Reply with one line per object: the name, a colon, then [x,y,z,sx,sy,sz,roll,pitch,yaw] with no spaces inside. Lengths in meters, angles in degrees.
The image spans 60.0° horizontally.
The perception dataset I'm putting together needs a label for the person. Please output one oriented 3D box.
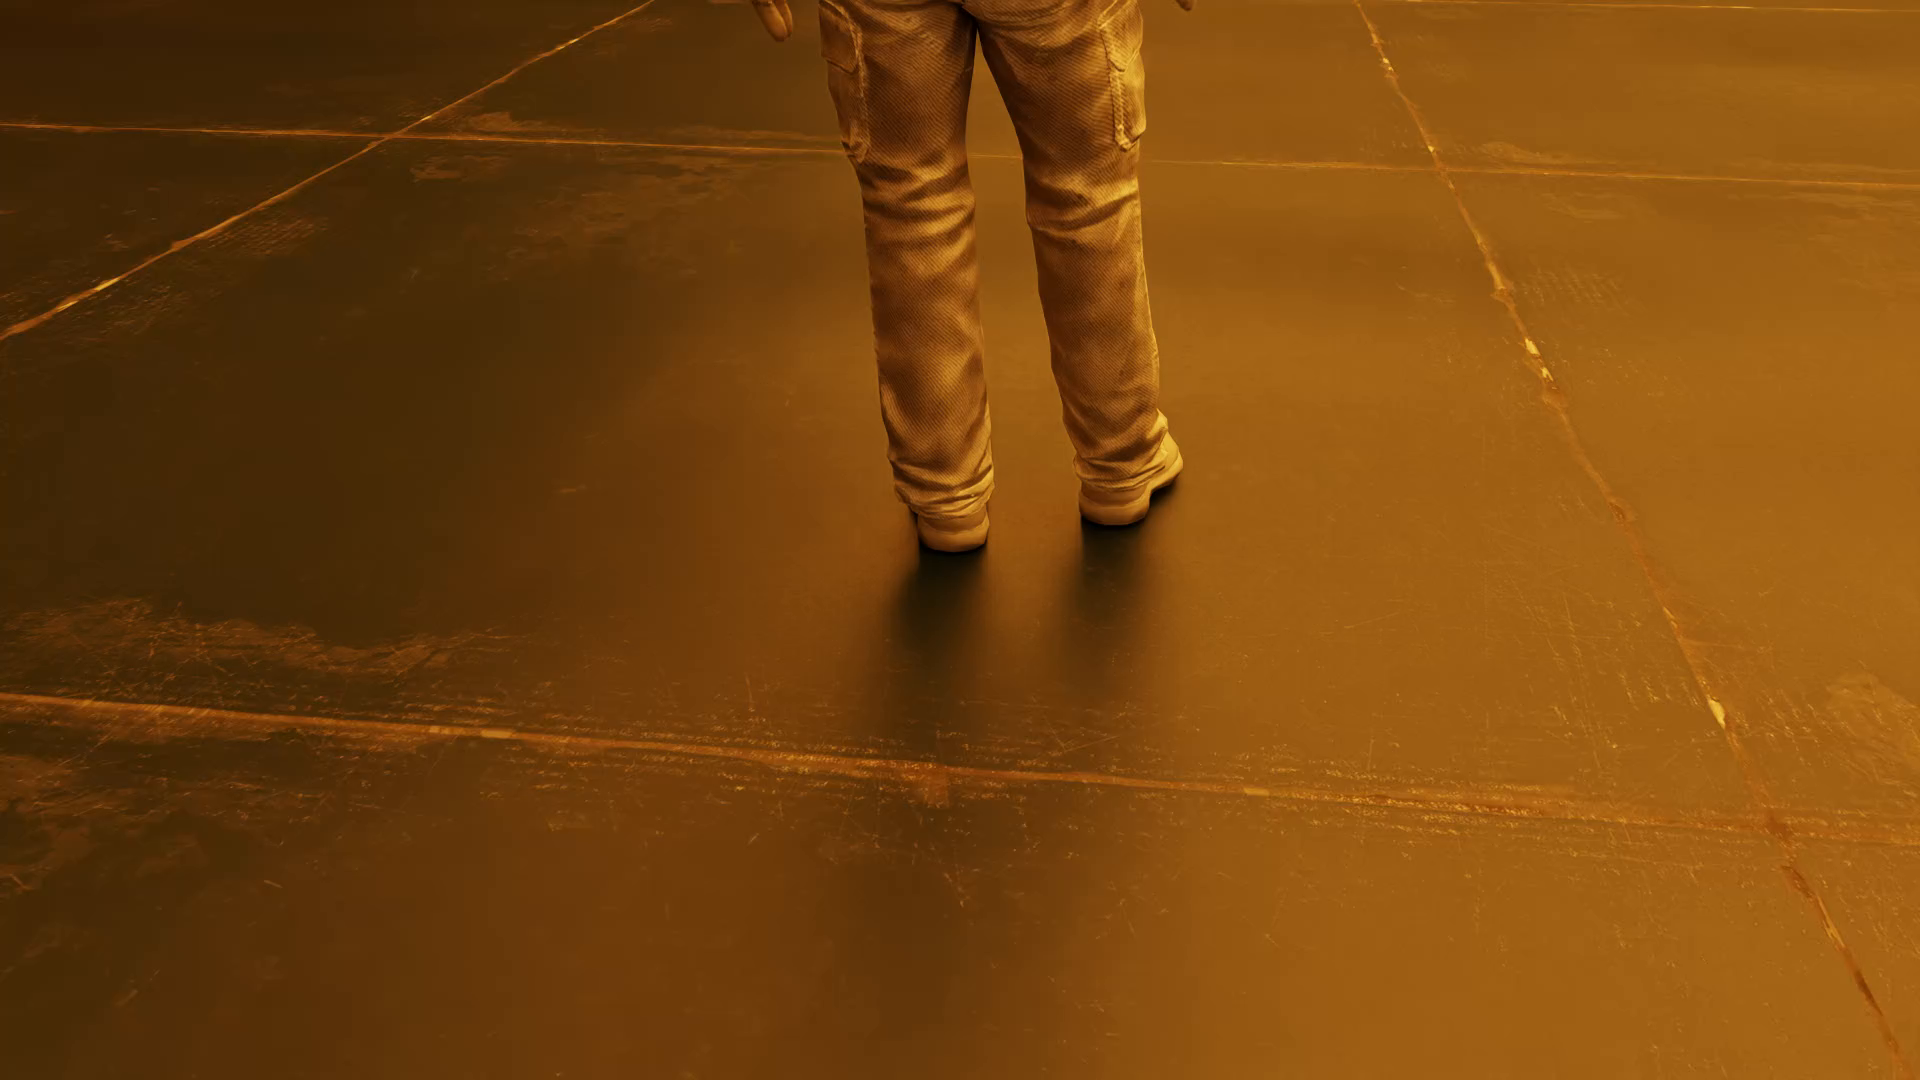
person: [0.018,-0.835,2.161,0.656,1.781,0.577,3,27,7]
